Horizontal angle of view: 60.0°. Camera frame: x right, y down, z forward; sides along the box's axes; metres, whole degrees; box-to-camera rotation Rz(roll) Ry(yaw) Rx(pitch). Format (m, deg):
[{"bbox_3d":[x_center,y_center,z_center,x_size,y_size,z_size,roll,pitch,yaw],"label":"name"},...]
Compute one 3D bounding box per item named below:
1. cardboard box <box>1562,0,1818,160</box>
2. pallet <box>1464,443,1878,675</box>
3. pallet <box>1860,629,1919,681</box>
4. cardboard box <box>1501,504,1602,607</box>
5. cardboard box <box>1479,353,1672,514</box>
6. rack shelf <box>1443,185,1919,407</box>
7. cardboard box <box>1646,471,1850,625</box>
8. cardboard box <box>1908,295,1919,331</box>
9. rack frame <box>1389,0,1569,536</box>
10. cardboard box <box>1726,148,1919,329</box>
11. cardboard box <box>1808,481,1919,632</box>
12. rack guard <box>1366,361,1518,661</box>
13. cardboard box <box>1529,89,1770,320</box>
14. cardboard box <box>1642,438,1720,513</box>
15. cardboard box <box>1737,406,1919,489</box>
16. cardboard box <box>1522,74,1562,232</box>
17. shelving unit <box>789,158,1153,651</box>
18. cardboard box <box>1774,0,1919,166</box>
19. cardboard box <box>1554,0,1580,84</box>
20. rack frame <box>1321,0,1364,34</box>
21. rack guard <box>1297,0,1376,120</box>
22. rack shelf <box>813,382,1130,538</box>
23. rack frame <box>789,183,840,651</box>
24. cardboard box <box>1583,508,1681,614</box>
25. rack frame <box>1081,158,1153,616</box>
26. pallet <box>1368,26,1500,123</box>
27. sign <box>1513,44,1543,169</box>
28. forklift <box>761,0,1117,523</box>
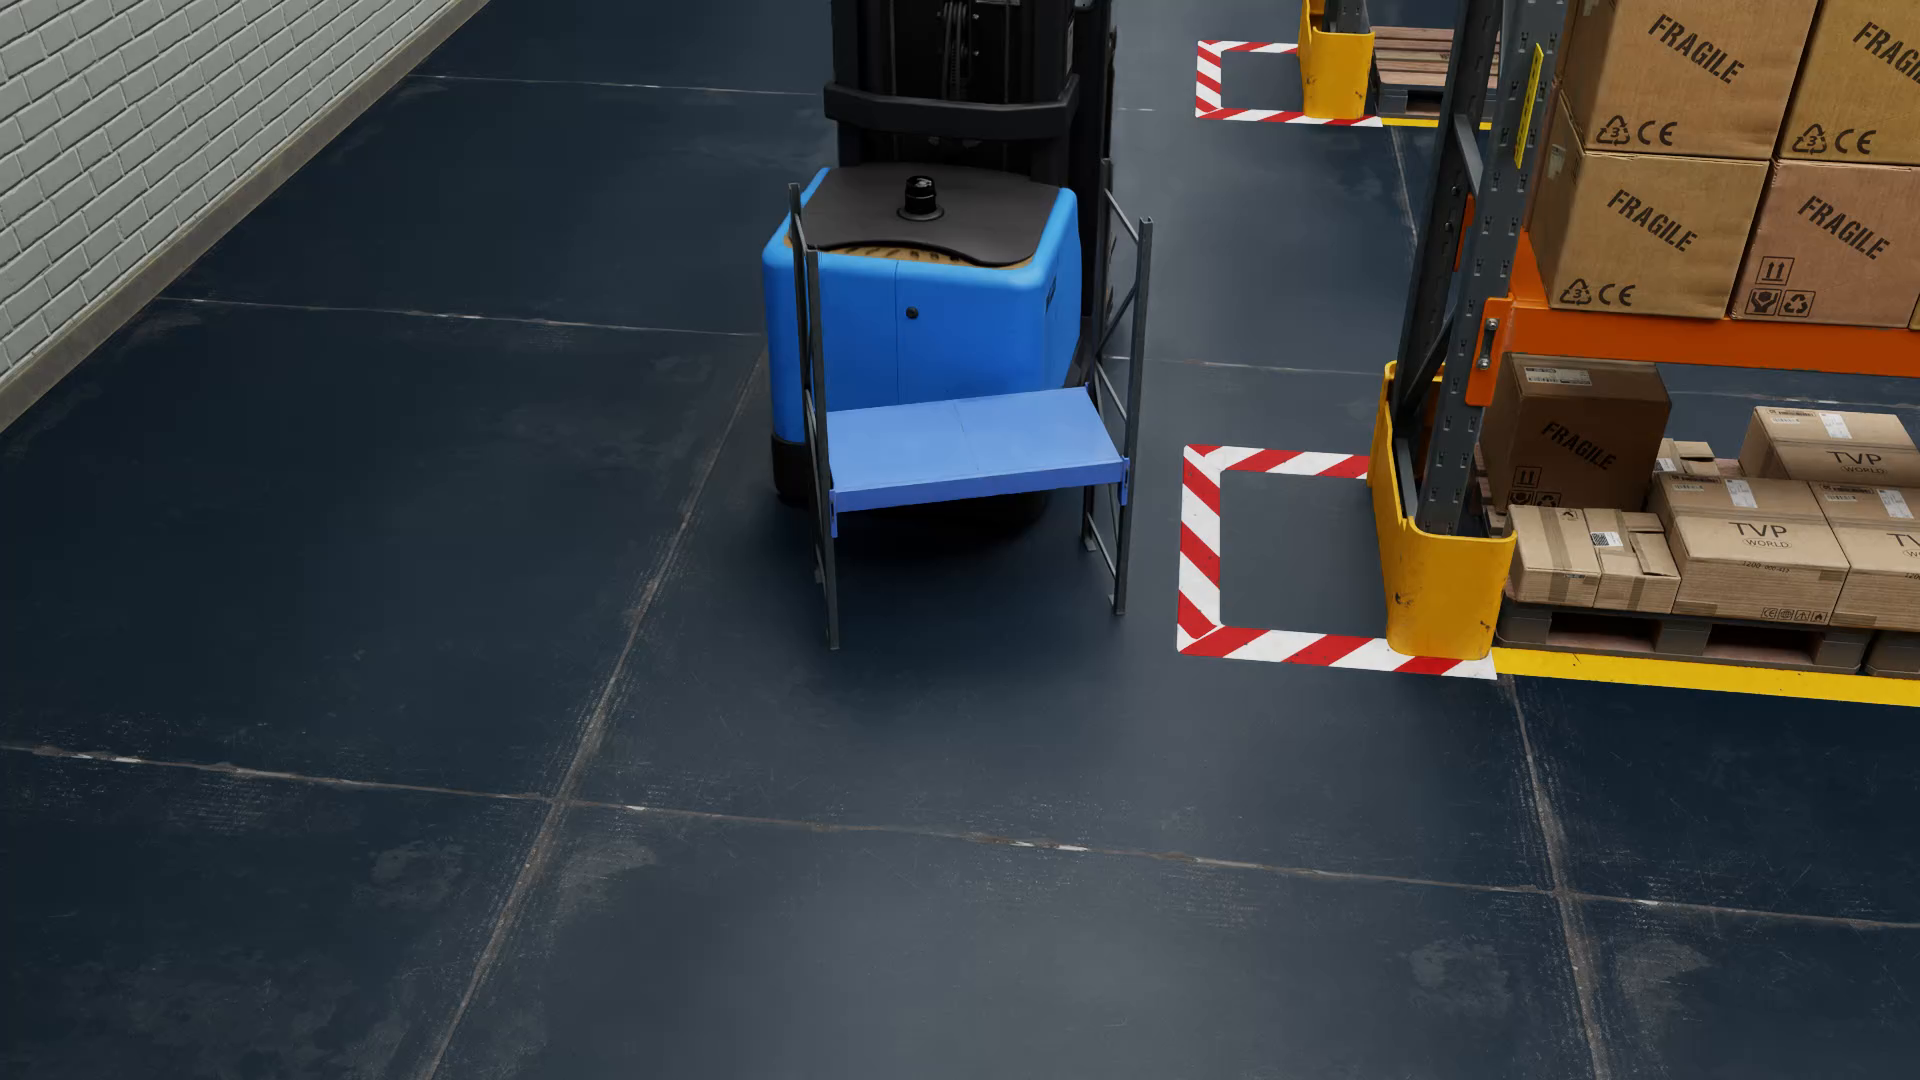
[{"bbox_3d":[2.048,-1.423,4.714,0.500,0.500,0.500,5,36,7],"label":"cardboard box"},{"bbox_3d":[2.507,0.040,6.013,1.213,0.211,1.003,4,36,6],"label":"pallet"},{"bbox_3d":[3.714,0.131,5.885,1.213,0.211,1.003,4,36,6],"label":"pallet"},{"bbox_3d":[2.013,0.051,5.672,0.250,0.149,0.380,4,36,6],"label":"cardboard box"},{"bbox_3d":[2.212,-0.423,6.034,0.500,0.500,0.500,4,36,6],"label":"cardboard box"},{"bbox_3d":[3.625,-0.719,5.294,4.000,0.370,1.077,4,36,6],"label":"rack shelf"},{"bbox_3d":[2.640,0.021,5.626,0.500,0.250,0.500,4,36,6],"label":"cardboard box"},{"bbox_3d":[3.057,-0.942,4.901,0.500,0.500,0.500,4,36,6],"label":"cardboard box"},{"bbox_3d":[1.641,-1.160,5.293,0.127,3.000,1.000,4,36,6],"label":"rack frame"},{"bbox_3d":[2.560,-0.980,4.956,0.500,0.500,0.500,4,36,5],"label":"cardboard box"},{"bbox_3d":[3.136,0.058,5.575,0.500,0.250,0.500,4,36,6],"label":"cardboard box"},{"bbox_3d":[1.716,-0.137,6.011,0.348,0.500,1.175,4,36,6],"label":"rack guard"},{"bbox_3d":[2.048,-1.016,5.005,0.500,0.500,0.500,5,36,7],"label":"cardboard box"},{"bbox_3d":[2.602,-0.205,6.016,0.250,0.166,0.380,4,36,6],"label":"cardboard box"},{"bbox_3d":[3.150,-0.234,5.983,0.500,0.250,0.500,4,36,6],"label":"cardboard box"},{"bbox_3d":[2.120,-1.324,5.437,0.500,0.500,0.500,5,36,7],"label":"cardboard box"},{"bbox_3d":[0.021,-0.430,5.561,1.048,1.500,0.538,-6,36,-9],"label":"shelving unit"},{"bbox_3d":[2.567,-1.388,4.666,0.500,0.500,0.500,5,36,6],"label":"cardboard box"},{"bbox_3d":[2.117,-1.733,5.149,0.500,0.500,0.500,4,36,6],"label":"cardboard box"},{"bbox_3d":[2.276,-4.013,9.291,0.127,3.000,1.000,4,36,6],"label":"rack frame"},{"bbox_3d":[2.250,-2.990,10.010,0.348,0.500,1.175,4,36,6],"label":"rack guard"},{"bbox_3d":[0.021,-0.283,5.666,1.000,0.185,0.538,-6,36,-9],"label":"rack shelf"},{"bbox_3d":[-0.478,-0.373,5.482,0.032,1.500,0.500,-6,36,-9],"label":"rack frame"},{"bbox_3d":[2.260,0.062,5.641,0.250,0.166,0.380,4,36,6],"label":"cardboard box"},{"bbox_3d":[0.520,-0.486,5.640,0.032,1.500,0.500,-6,36,-9],"label":"rack frame"},{"bbox_3d":[3.089,-2.795,9.985,1.213,0.211,1.003,4,36,6],"label":"pallet"},{"bbox_3d":[1.572,-1.199,4.603,0.005,0.325,0.100,4,36,6],"label":"sign"},{"bbox_3d":[0.090,-2.110,6.684,1.130,2.935,3.031,7,36,10],"label":"forklift"}]
